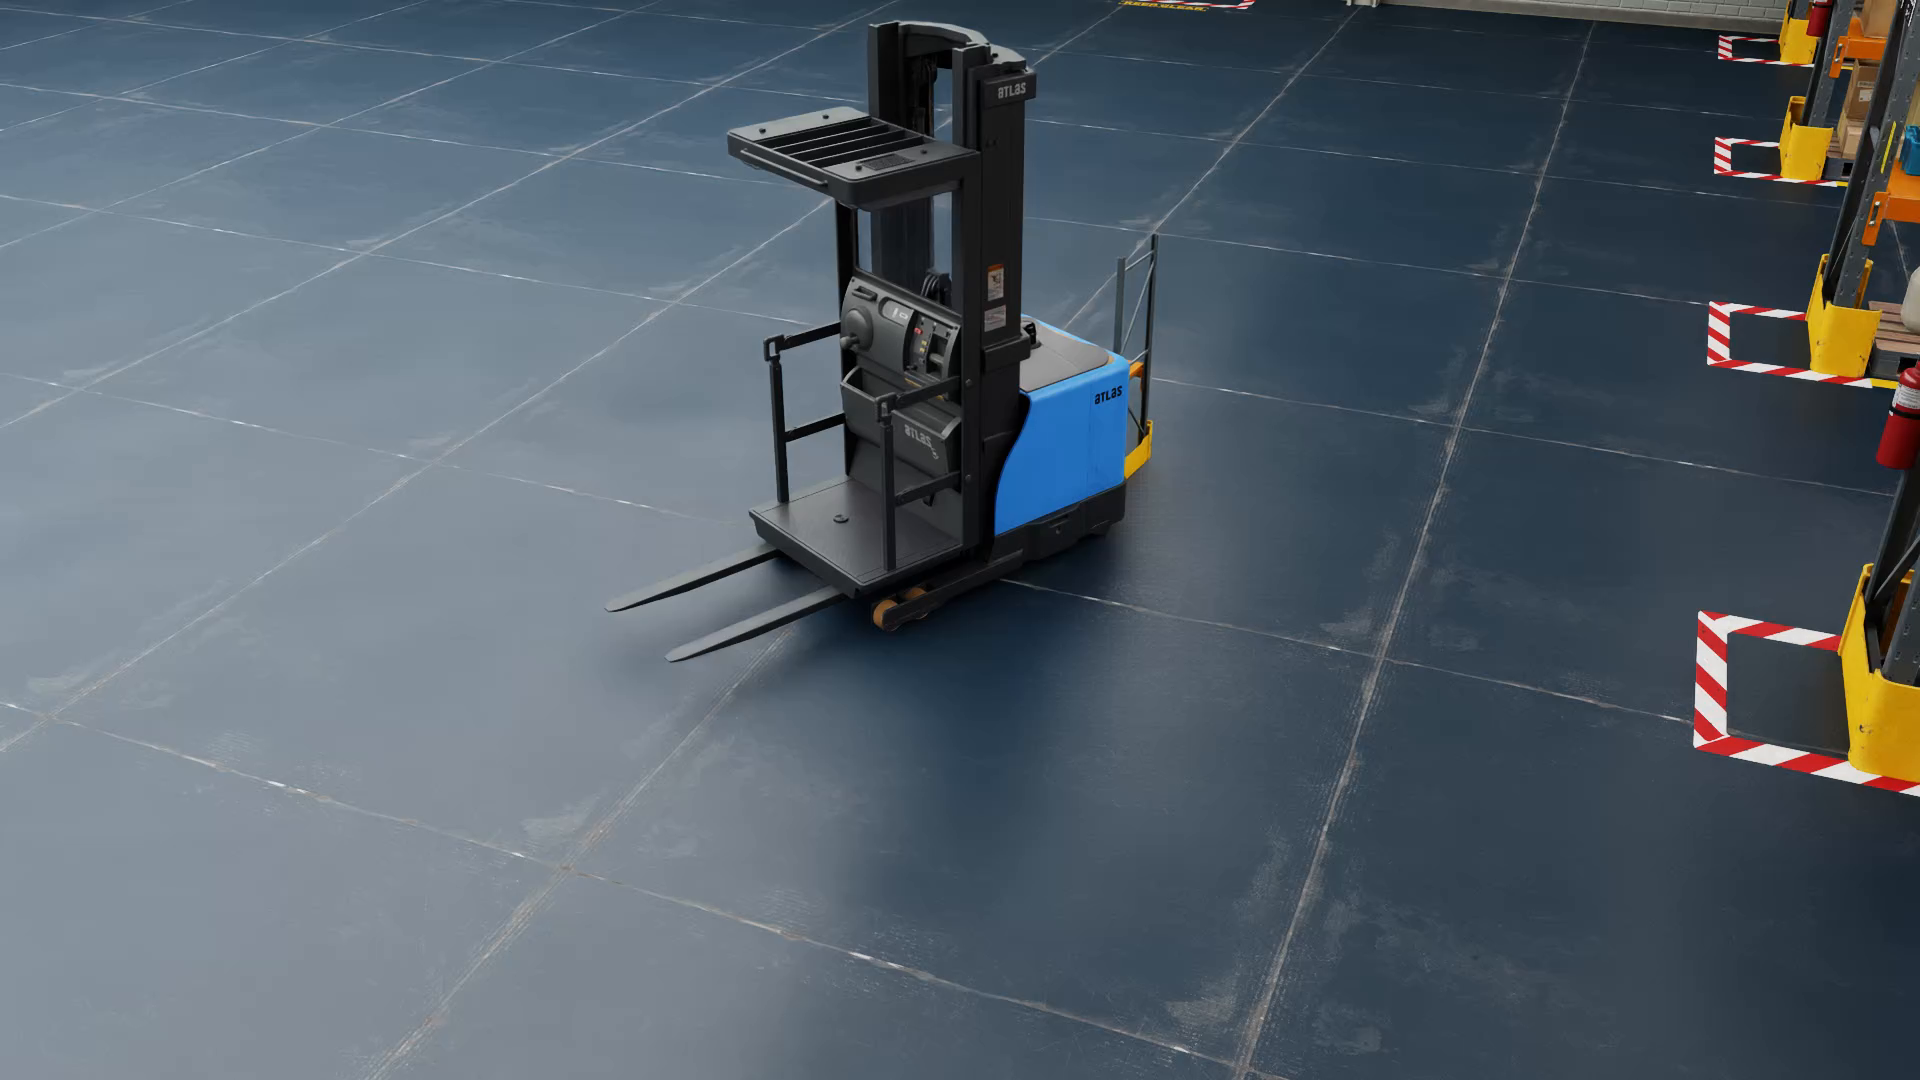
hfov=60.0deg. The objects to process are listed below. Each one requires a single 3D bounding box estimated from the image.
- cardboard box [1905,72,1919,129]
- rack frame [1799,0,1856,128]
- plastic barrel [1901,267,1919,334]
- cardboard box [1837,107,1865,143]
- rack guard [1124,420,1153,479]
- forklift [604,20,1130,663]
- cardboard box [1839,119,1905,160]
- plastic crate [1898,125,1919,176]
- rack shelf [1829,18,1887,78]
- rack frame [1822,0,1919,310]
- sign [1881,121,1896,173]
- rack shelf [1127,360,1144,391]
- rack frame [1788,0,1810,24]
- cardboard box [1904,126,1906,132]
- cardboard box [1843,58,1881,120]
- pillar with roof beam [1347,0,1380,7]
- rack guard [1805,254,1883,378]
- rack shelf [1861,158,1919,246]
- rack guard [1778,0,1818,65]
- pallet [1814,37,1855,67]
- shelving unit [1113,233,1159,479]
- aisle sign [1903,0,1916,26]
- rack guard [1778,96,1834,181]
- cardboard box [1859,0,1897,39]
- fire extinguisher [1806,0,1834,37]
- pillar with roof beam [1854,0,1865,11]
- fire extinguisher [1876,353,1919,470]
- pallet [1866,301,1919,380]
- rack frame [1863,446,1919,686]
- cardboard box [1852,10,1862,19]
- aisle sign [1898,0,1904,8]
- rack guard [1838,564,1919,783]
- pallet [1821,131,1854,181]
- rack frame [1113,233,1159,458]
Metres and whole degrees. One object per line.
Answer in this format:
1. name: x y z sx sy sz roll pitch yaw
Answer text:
1. cardboard box: 9.109 -4.011 15.403 0.500 0.500 0.500 11 31 19
2. rack frame: 8.232 -4.991 15.531 0.127 3.000 1.000 11 31 19
3. plastic barrel: 7.005 -1.746 11.892 0.421 0.512 0.421 0 29 0
4. cardboard box: 8.840 -4.012 16.167 0.500 0.250 0.500 11 31 19
5. rack guard: 1.047 -0.531 10.436 0.087 0.250 0.587 16 33 26
6. forklift: -0.481 -1.080 8.682 3.031 2.935 1.130 -22 36 -34
7. cardboard box: 8.645 -3.776 15.750 0.500 0.250 0.500 11 31 19
8. plastic crate: 6.942 -2.712 11.651 0.616 0.251 0.499 11 31 19
9. rack shelf: 10.085 -4.308 15.054 4.000 0.370 1.077 11 31 19
10. rack frame: 6.366 -2.733 11.537 0.127 3.000 1.000 11 31 19
11. sign: 6.155 -2.603 11.026 0.005 0.325 0.100 11 31 19
12. rack shelf: 0.611 -1.046 10.442 1.000 0.185 0.538 16 33 26
13. rack frame: 10.091 -7.250 19.529 0.127 3.000 1.000 11 31 19
14. cardboard box: 9.110 -3.685 15.589 0.500 0.250 0.500 11 31 19
15. cardboard box: 8.841 -4.339 15.985 0.500 0.500 0.500 11 31 19
16. pillar with roof beam: 3.886 -9.274 17.012 0.400 9.000 9.100 11 31 19
17. rack guard: 6.454 -1.652 12.165 0.348 0.500 1.175 11 31 19
18. rack shelf: 8.219 -2.050 11.059 4.000 0.370 1.077 11 31 19
19. rack guard: 10.161 -6.148 20.119 0.348 0.500 1.175 11 31 19
20. pallet: 10.901 -5.856 19.895 1.213 0.211 1.003 11 31 19
21. shelving unit: 0.619 -1.201 10.350 1.083 1.500 0.587 16 33 26
22. aisle sign: 6.189 -3.744 10.684 0.004 0.787 0.394 11 31 19
23. rack guard: 8.210 -3.907 16.154 0.348 0.500 1.175 11 31 19
24. cardboard box: 8.660 -4.942 15.344 0.500 0.500 0.700 11 31 19
25. fire extinguisher: 8.297 -5.191 15.964 0.183 0.674 0.296 11 31 19
26. pillar with roof beam: 9.446 -8.164 15.048 0.400 9.000 9.100 11 31 19
27. fire extinguisher: 4.571 -0.672 7.969 0.183 0.674 0.296 11 31 19
28. pallet: 7.205 -1.374 11.966 1.213 0.211 1.003 11 31 19
29. rack frame: 4.504 -0.475 7.541 0.127 3.000 1.000 11 31 19
30. cardboard box: 10.698 -6.102 19.783 0.500 0.311 0.500 8 30 13
31. aisle sign: 6.411 -4.013 11.160 0.004 0.787 0.394 11 31 19
32. rack guard: 4.574 0.628 8.131 0.348 0.500 1.175 11 31 19
33. pallet: 8.956 -3.654 16.001 1.213 0.211 1.003 11 31 19
34. rack frame: 1.048 -1.075 10.128 0.032 1.500 0.500 16 33 26
